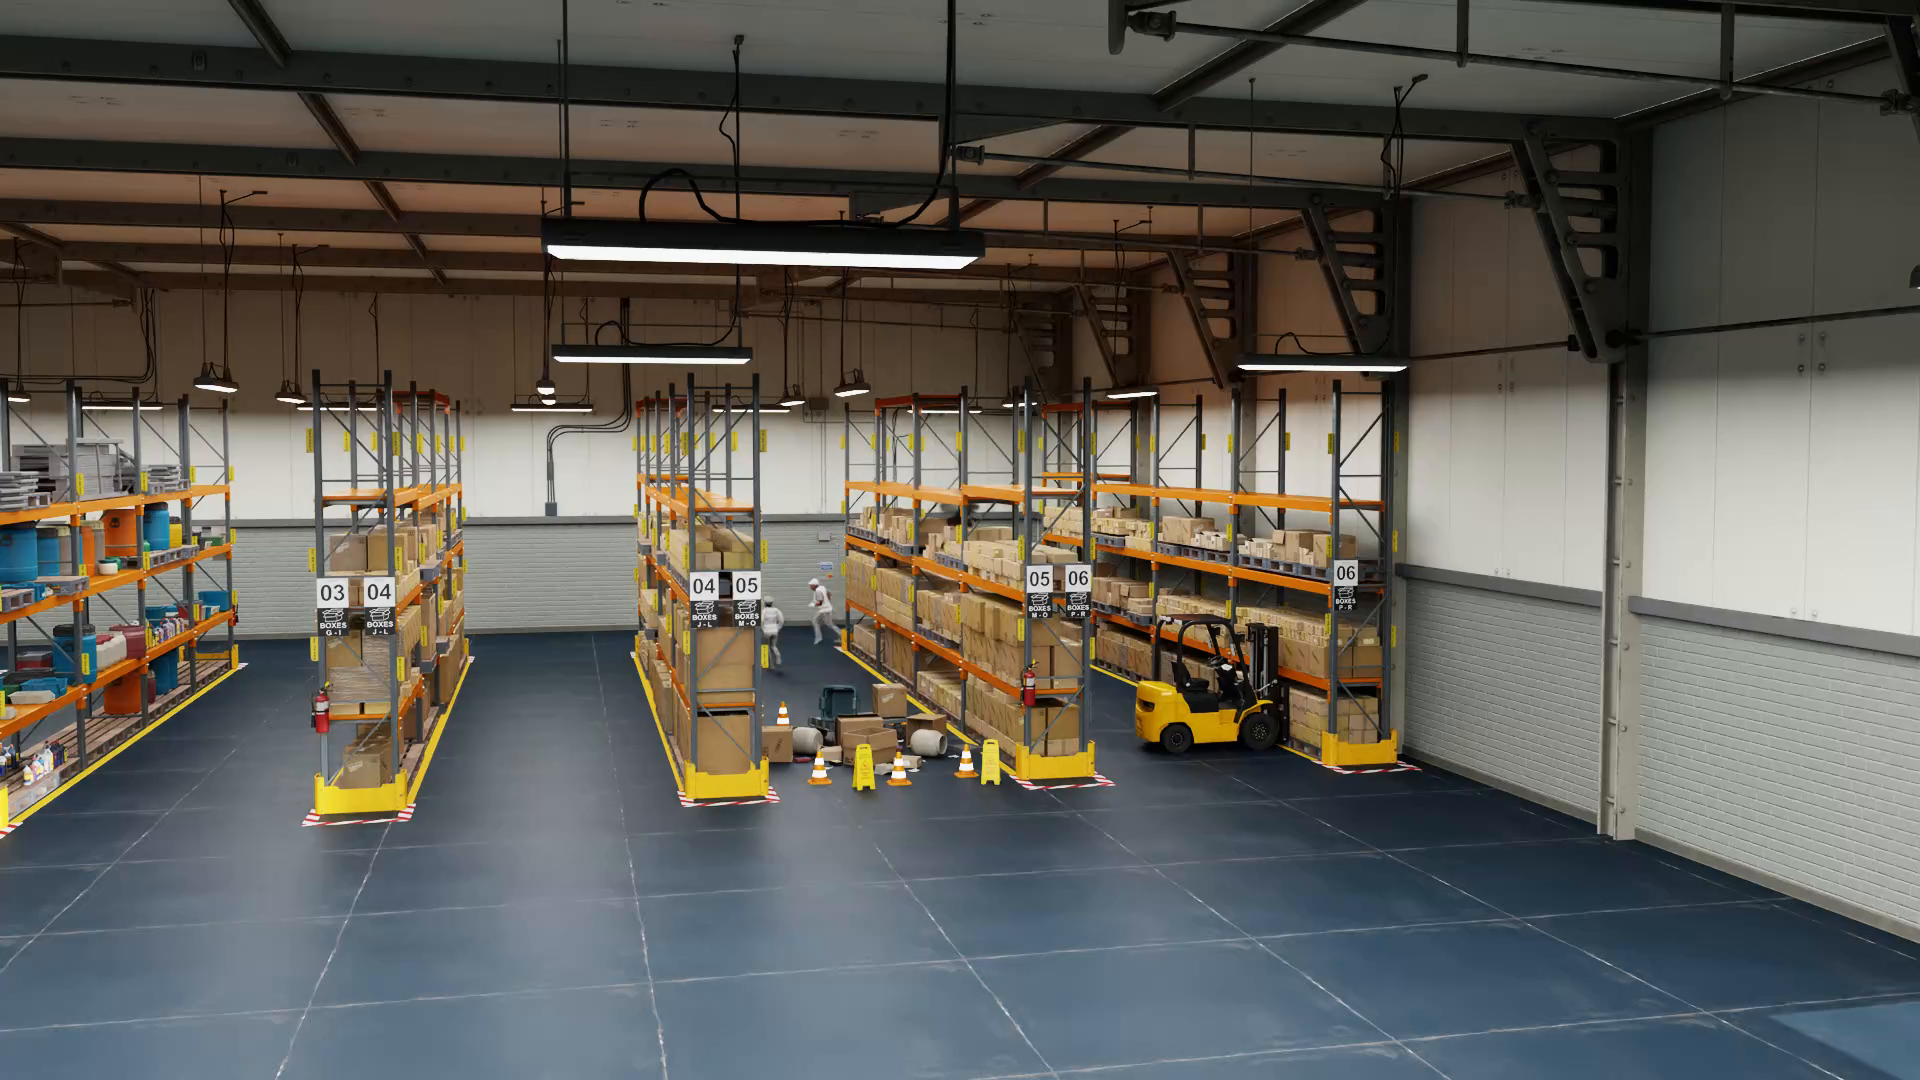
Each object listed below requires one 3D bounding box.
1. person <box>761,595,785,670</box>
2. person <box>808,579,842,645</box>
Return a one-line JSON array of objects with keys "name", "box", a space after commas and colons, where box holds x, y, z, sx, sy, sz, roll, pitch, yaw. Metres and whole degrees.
[{"name": "person", "box": [-4.180, 2.066, 36.740, 0.641, 1.666, 0.620, -2, 4, -29]}, {"name": "person", "box": [-3.306, 1.801, 41.423, 0.949, 1.700, 0.705, 0, 3, -4]}]
